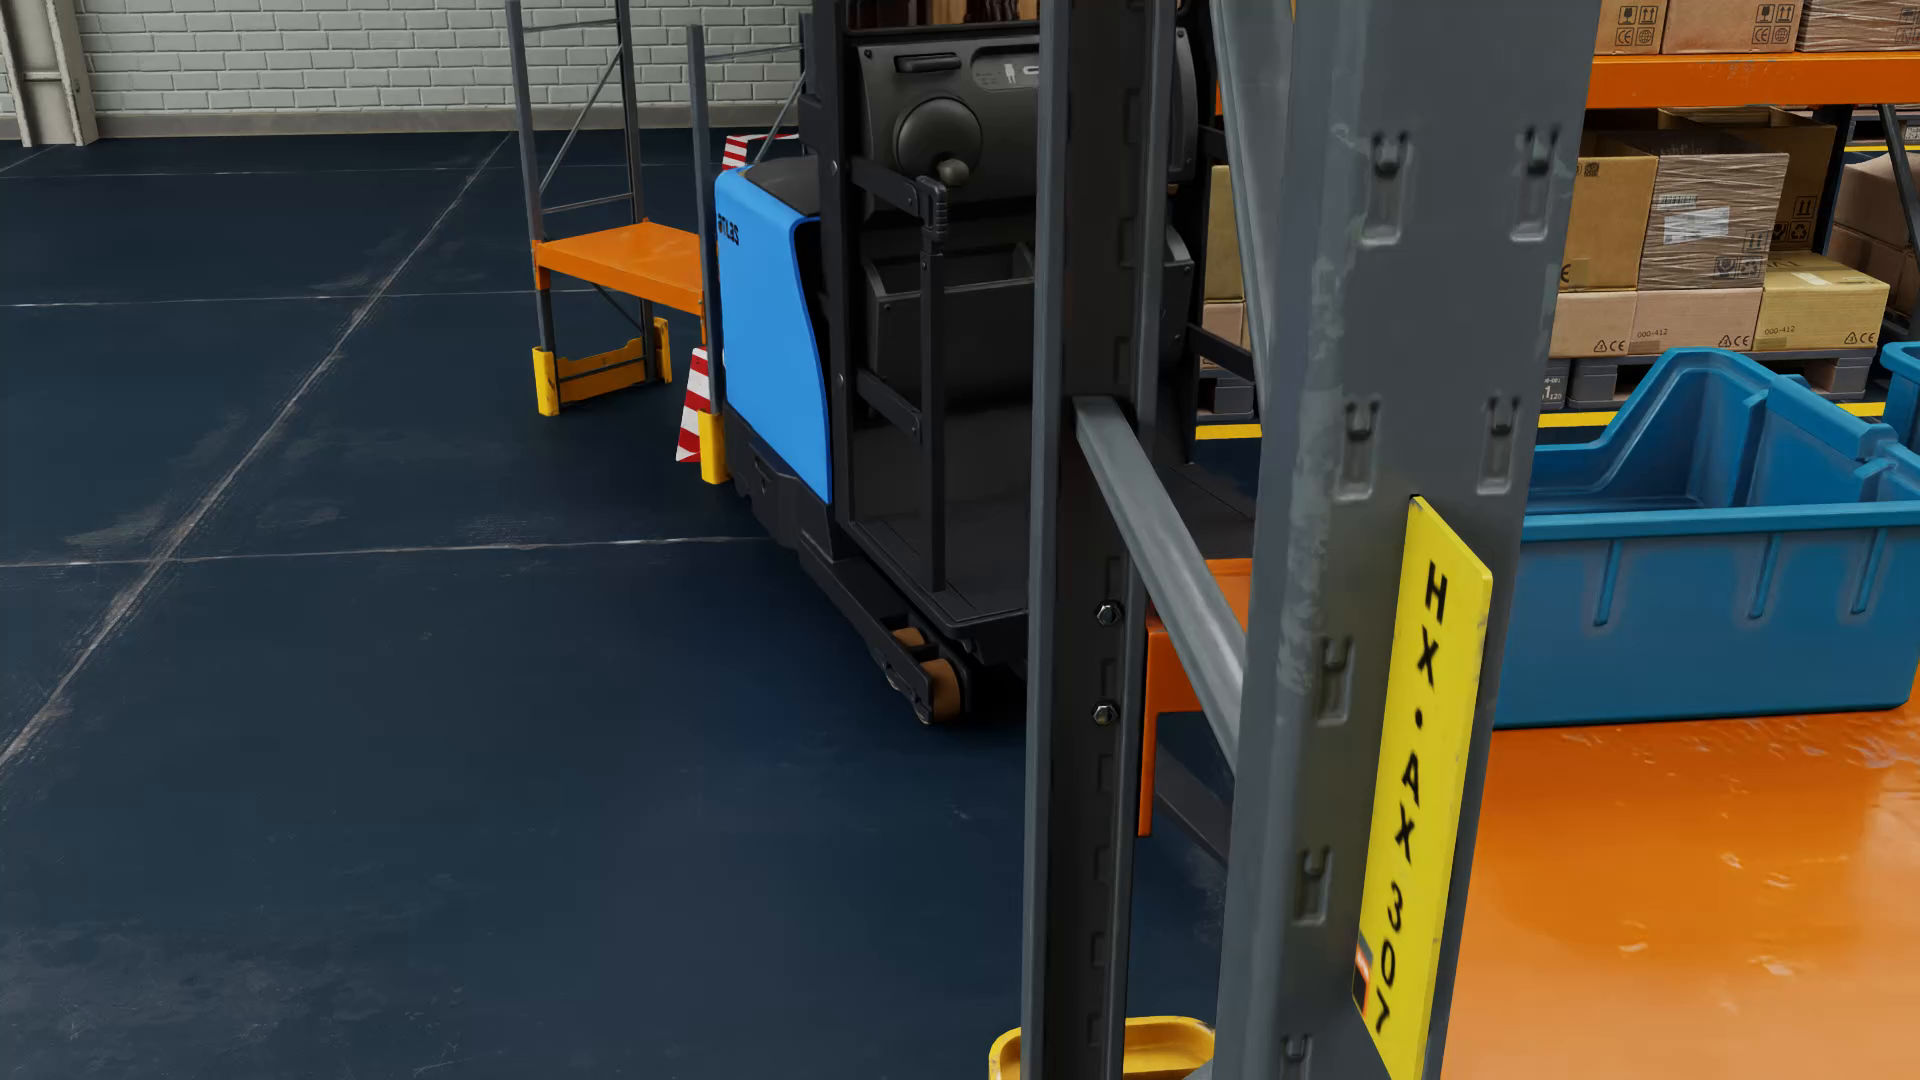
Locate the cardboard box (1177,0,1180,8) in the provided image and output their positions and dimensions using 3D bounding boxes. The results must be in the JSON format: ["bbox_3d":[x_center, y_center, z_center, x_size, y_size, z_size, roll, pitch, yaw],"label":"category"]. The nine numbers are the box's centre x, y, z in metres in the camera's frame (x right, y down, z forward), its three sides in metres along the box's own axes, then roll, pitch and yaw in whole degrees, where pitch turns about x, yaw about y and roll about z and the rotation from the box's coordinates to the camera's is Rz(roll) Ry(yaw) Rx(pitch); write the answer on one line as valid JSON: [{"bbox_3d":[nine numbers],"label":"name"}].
[{"bbox_3d":[0.698,-2.035,6.013,0.500,0.500,0.700,-2,24,-4],"label":"cardboard box"}]

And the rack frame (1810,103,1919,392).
[{"bbox_3d":[3.691,-2.113,6.311,0.127,3.000,1.000,-2,24,-5],"label":"rack frame"}]

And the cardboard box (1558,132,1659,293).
[{"bbox_3d":[2.255,-1.248,6.309,0.500,0.500,0.500,-2,24,-5],"label":"cardboard box"}]

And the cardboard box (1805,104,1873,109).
[{"bbox_3d":[5.945,-3.310,11.540,0.500,0.500,0.700,-2,24,-5],"label":"cardboard box"}]

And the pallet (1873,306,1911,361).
[{"bbox_3d":[4.420,-0.884,6.979,1.213,0.211,1.003,-2,24,-5],"label":"pallet"}]

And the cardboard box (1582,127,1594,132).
[{"bbox_3d":[2.203,-1.459,6.785,0.500,0.500,0.500,-2,24,-5],"label":"cardboard box"}]

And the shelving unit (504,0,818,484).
[{"bbox_3d":[-1.024,-1.111,5.903,1.083,1.500,0.587,21,32,39],"label":"shelving unit"}]

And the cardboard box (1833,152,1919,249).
[{"bbox_3d":[4.065,-1.437,6.967,0.500,0.311,0.500,-2,24,-5],"label":"cardboard box"}]

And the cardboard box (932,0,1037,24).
[{"bbox_3d":[0.176,-2.012,5.962,0.500,0.500,0.700,-2,24,-5],"label":"cardboard box"}]

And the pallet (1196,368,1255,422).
[{"bbox_3d":[0.467,-0.727,6.625,1.213,0.211,1.003,-2,24,-5],"label":"pallet"}]

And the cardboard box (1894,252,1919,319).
[{"bbox_3d":[4.116,-0.964,6.595,0.500,0.250,0.500,-3,24,-6],"label":"cardboard box"}]

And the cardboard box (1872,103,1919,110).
[{"bbox_3d":[6.469,-3.284,11.481,0.500,0.500,0.700,-2,24,-4],"label":"cardboard box"}]

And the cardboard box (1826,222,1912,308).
[{"bbox_3d":[4.075,-1.182,7.085,0.500,0.250,0.500,-3,24,-6],"label":"cardboard box"}]

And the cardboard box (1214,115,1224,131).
[{"bbox_3d":[1.208,-1.419,6.694,0.500,0.500,0.500,-2,24,-5],"label":"cardboard box"}]

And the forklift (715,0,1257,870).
[{"bbox_3d":[0.277,-1.073,4.056,1.130,2.935,3.031,-10,26,-22],"label":"forklift"}]

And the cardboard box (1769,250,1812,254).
[{"bbox_3d":[3.199,-1.152,7.018,0.500,0.250,0.500,-2,24,-5],"label":"cardboard box"}]

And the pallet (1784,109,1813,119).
[{"bbox_3d":[5.191,-2.923,11.565,1.213,0.211,1.003,-2,24,-5],"label":"pallet"}]

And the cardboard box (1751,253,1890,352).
[{"bbox_3d":[3.251,-0.942,6.544,0.500,0.250,0.500,-2,24,-5],"label":"cardboard box"}]

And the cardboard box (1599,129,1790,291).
[{"bbox_3d":[2.752,-1.269,6.357,0.500,0.500,0.500,-2,24,-5],"label":"cardboard box"}]

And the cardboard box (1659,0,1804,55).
[{"bbox_3d":[2.725,-2.115,6.192,0.500,0.500,0.700,-3,24,-6],"label":"cardboard box"}]

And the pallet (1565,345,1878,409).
[{"bbox_3d":[2.895,-0.824,6.844,1.213,0.211,1.003,-2,24,-5],"label":"pallet"}]

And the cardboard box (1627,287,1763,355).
[{"bbox_3d":[2.752,-0.926,6.508,0.500,0.250,0.500,-2,24,-5],"label":"cardboard box"}]

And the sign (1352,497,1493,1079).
[{"bbox_3d":[0.243,0.145,0.890,0.005,0.325,0.100,-2,24,-5],"label":"sign"}]

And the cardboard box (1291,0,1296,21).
[{"bbox_3d":[1.193,-2.053,6.052,0.500,0.500,0.700,-2,24,-5],"label":"cardboard box"}]

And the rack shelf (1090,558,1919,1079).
[{"bbox_3d":[2.183,0.298,1.773,4.000,0.370,1.077,-2,24,-5],"label":"rack shelf"}]

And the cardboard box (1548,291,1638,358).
[{"bbox_3d":[2.256,-0.900,6.449,0.500,0.250,0.500,-2,24,-5],"label":"cardboard box"}]

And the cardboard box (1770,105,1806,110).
[{"bbox_3d":[5.453,-3.279,11.470,0.500,0.500,0.700,-2,24,-5],"label":"cardboard box"}]

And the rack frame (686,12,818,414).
[{"bbox_3d":[-0.663,-0.971,5.588,0.032,1.500,0.500,21,32,39],"label":"rack frame"}]

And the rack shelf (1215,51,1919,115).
[{"bbox_3d":[1.700,-1.704,6.277,4.000,0.370,1.077,-2,24,-5],"label":"rack shelf"}]

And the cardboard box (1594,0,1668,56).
[{"bbox_3d":[2.226,-2.096,6.150,0.500,0.500,0.700,-2,24,-4],"label":"cardboard box"}]

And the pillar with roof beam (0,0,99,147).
[{"bbox_3d":[-5.717,-5.095,5.633,0.400,9.000,9.100,-2,24,-5],"label":"pillar with roof beam"}]

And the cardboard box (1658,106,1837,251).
[{"bbox_3d":[3.198,-1.499,6.875,0.500,0.500,0.500,-2,24,-5],"label":"cardboard box"}]

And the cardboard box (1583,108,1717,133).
[{"bbox_3d":[2.701,-1.476,6.823,0.500,0.500,0.500,-2,24,-5],"label":"cardboard box"}]

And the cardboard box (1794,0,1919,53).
[{"bbox_3d":[3.250,-2.138,6.245,0.500,0.500,0.700,-3,24,-7],"label":"cardboard box"}]

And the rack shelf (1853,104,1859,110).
[{"bbox_3d":[5.681,-1.864,6.637,4.000,0.370,1.077,-2,24,-5],"label":"rack shelf"}]

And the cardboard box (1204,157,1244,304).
[{"bbox_3d":[0.763,-1.184,6.165,0.500,0.500,0.500,-2,24,-5],"label":"cardboard box"}]

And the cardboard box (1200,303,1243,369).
[{"bbox_3d":[0.763,-0.842,6.319,0.500,0.250,0.500,-2,24,-5],"label":"cardboard box"}]

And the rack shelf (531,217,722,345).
[{"bbox_3d":[-1.030,-0.949,5.982,1.000,0.185,0.538,21,32,39],"label":"rack shelf"}]

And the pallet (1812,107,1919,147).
[{"bbox_3d":[6.403,-2.970,11.672,1.213,0.211,1.003,-2,24,-5],"label":"pallet"}]

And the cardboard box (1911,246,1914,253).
[{"bbox_3d":[4.126,-1.221,6.481,0.500,0.311,0.500,-2,24,-5],"label":"cardboard box"}]

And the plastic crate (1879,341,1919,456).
[{"bbox_3d":[1.309,-0.048,1.847,0.408,0.251,0.499,-2,24,-5],"label":"plastic crate"}]

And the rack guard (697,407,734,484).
[{"bbox_3d":[-0.664,-0.400,5.843,0.087,0.250,0.587,21,32,39],"label":"rack guard"}]

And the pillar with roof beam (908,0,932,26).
[{"bbox_3d":[0.254,-5.334,6.172,0.400,9.000,9.100,-2,24,-5],"label":"pillar with roof beam"}]

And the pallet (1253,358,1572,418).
[{"bbox_3d":[1.678,-0.774,6.731,1.213,0.211,1.003,-2,24,-5],"label":"pallet"}]

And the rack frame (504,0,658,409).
[{"bbox_3d":[-1.398,-1.256,6.230,0.032,1.500,0.500,21,32,39],"label":"rack frame"}]

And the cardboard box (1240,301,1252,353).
[{"bbox_3d":[1.260,-0.861,6.363,0.500,0.250,0.500,-2,24,-5],"label":"cardboard box"}]

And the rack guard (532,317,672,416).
[{"bbox_3d":[-1.384,-0.680,6.472,0.087,0.250,0.587,21,32,39],"label":"rack guard"}]

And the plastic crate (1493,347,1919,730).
[{"bbox_3d":[0.662,-0.024,1.794,0.616,0.251,0.499,-2,24,-5],"label":"plastic crate"}]

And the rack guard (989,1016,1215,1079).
[{"bbox_3d":[0.264,1.169,2.004,0.348,0.500,1.175,-2,24,-5],"label":"rack guard"}]
